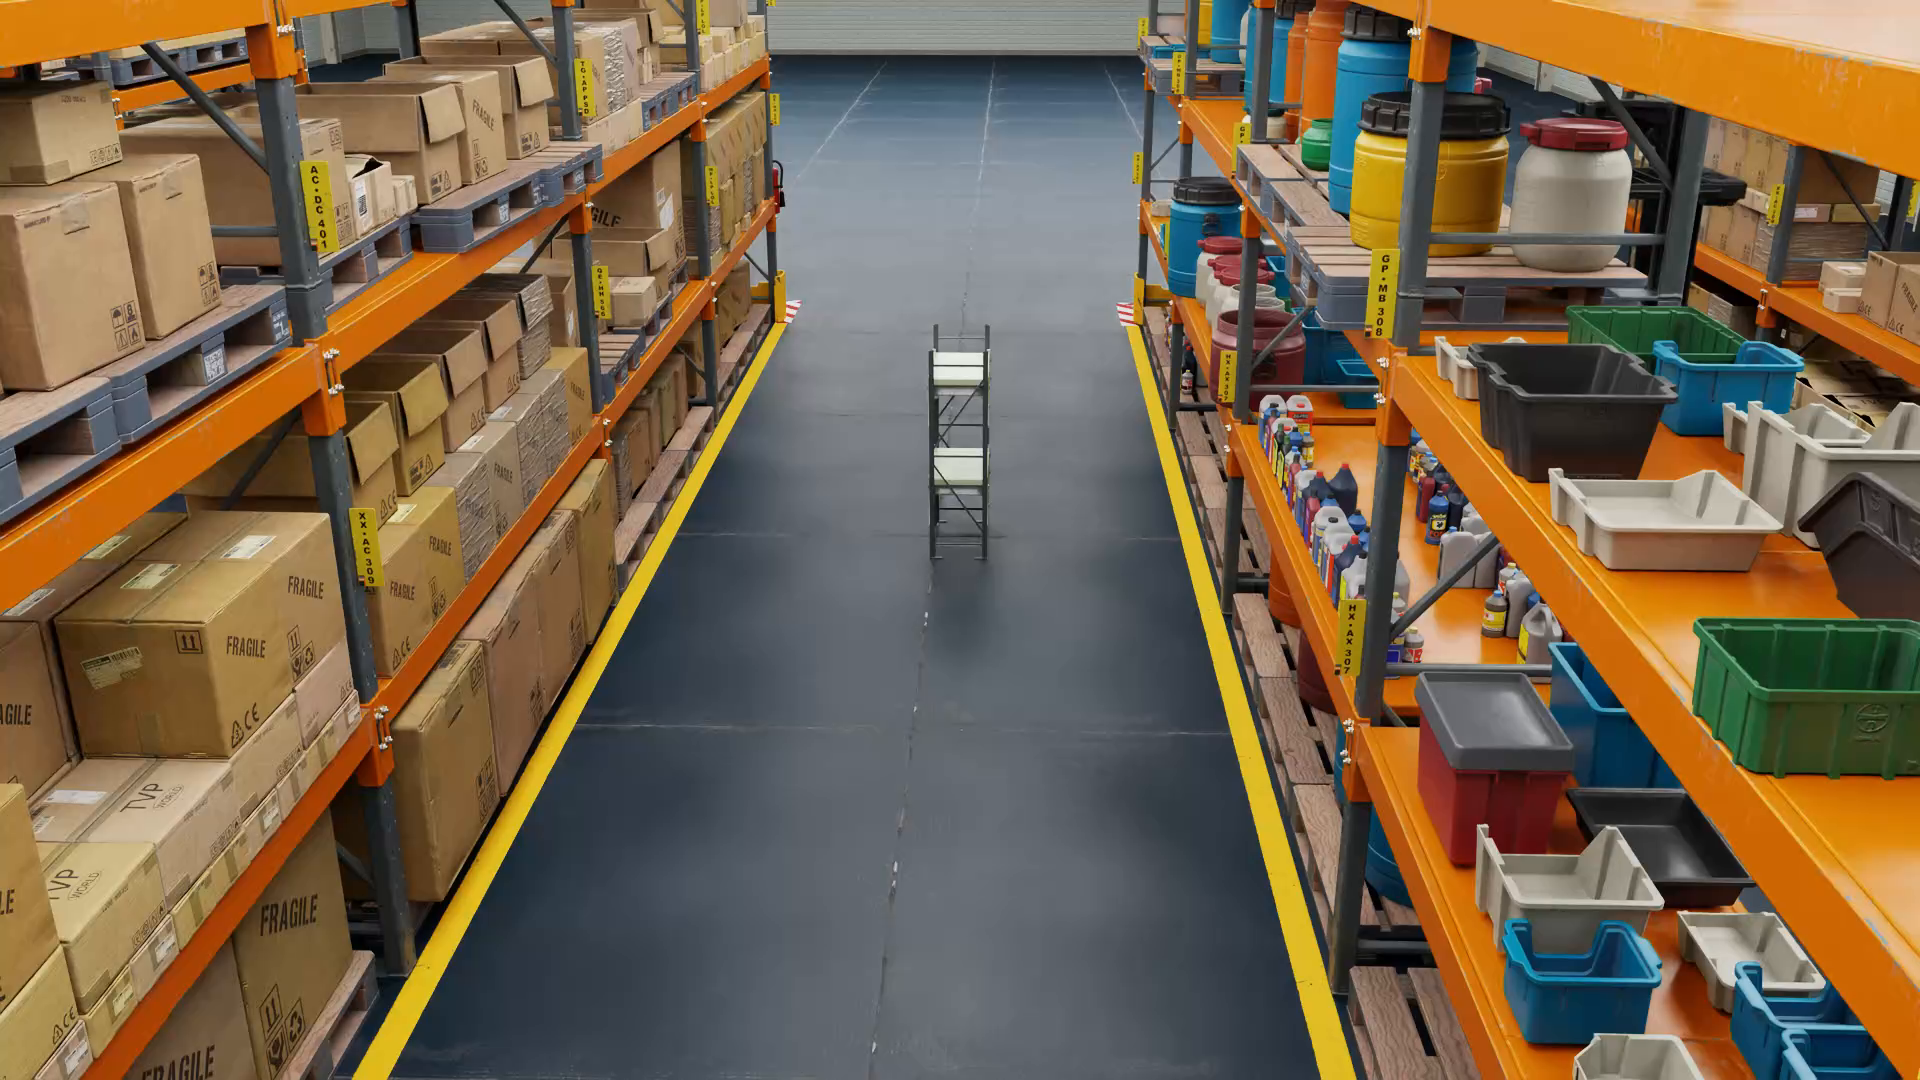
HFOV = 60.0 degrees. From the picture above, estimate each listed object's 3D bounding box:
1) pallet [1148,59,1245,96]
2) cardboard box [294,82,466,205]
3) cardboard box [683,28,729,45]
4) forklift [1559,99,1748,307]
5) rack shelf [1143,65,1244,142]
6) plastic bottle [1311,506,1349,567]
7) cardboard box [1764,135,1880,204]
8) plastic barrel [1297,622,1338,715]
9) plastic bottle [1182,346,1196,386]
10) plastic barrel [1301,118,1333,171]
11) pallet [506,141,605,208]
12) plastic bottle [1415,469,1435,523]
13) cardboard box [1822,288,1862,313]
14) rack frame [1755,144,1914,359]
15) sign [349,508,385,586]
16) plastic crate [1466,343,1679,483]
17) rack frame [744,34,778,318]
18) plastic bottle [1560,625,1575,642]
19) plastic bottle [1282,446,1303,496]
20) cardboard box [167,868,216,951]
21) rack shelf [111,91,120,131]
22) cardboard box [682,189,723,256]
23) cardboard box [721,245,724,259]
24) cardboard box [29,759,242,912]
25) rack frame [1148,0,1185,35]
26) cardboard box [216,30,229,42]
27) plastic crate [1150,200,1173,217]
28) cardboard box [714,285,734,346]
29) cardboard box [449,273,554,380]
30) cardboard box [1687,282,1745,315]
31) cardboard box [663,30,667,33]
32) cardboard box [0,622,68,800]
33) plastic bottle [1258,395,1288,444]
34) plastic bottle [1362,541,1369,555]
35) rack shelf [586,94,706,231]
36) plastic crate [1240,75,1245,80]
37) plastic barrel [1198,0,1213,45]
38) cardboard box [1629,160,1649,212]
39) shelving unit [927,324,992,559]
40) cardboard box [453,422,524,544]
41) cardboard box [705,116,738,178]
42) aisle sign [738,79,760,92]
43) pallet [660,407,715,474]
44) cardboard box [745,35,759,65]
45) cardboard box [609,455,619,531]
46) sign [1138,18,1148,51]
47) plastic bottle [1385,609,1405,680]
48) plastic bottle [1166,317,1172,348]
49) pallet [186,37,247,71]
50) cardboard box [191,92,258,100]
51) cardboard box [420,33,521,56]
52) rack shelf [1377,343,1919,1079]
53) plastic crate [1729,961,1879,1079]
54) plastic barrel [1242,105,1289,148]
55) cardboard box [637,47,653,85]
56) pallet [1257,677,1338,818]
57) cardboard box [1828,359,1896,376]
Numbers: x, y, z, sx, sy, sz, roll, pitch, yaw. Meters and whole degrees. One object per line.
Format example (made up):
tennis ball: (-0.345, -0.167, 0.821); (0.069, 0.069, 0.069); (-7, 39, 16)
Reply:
pallet: (2.245, -3.946, 14.166); (1.213, 0.211, 1.003); (1, 21, 2)
cardboard box: (-2.792, -1.885, 7.871); (0.797, 0.503, 0.637); (0, 21, 1)
cardboard box: (-2.336, -4.622, 15.303); (0.380, 0.149, 0.250); (1, 21, 3)
forklift: (4.915, -1.672, 12.287); (1.130, 2.935, 3.031); (0, 21, 0)
rack shelf: (2.382, -4.160, 15.451); (1.077, 0.370, 4.000); (1, 21, 2)
plastic bottle: (1.804, -0.016, 8.095); (0.152, 0.276, 0.135); (1, 21, 2)
cardboard box: (7.279, -3.130, 14.016); (0.700, 0.500, 0.500); (1, 21, 2)
plastic barrel: (2.167, 0.587, 9.123); (0.600, 0.588, 0.708); (1, 21, 2)
plastic bottle: (2.052, -1.580, 15.007); (0.144, 0.351, 0.185); (0, 21, 0)
plastic barrel: (1.937, -2.068, 8.701); (0.294, 0.245, 0.294); (0, 21, 0)
pallet: (-2.718, -2.059, 9.302); (1.213, 0.211, 1.003); (2, 21, 4)
plastic bottle: (2.429, -0.243, 8.671); (0.061, 0.283, 0.133); (1, 21, 2)
cardboard box: (7.041, -1.882, 13.081); (0.380, 0.149, 0.250); (1, 21, 2)
rack frame: (7.272, -2.318, 13.855); (1.000, 3.000, 0.127); (1, 21, 2)
sign: (-2.318, 0.030, 6.500); (0.100, 0.325, 0.005); (1, 21, 2)
plastic crate: (1.766, -0.372, 4.876); (0.497, 0.269, 0.590); (1, 21, 2)
rack frame: (-2.508, -3.874, 17.867); (1.000, 3.000, 0.127); (1, 21, 2)
plastic bottle: (2.515, 0.446, 6.895); (0.061, 0.283, 0.133); (1, 21, 2)
plastic bottle: (1.807, -0.374, 9.023); (0.097, 0.271, 0.097); (0, 21, 0)
cardboard box: (-2.594, 1.160, 5.239); (0.380, 0.149, 0.250); (0, 21, 1)
rack shelf: (-7.645, -2.859, 12.098); (1.077, 0.370, 4.000); (1, 21, 2)
cardboard box: (-2.554, -2.775, 14.485); (0.875, 0.500, 0.500); (1, 21, 2)
cardboard box: (-2.322, -2.566, 14.843); (0.380, 0.149, 0.250); (1, 21, 2)
cardboard box: (-2.653, 0.930, 5.281); (0.500, 0.250, 0.500); (1, 21, 3)
rack frame: (2.443, -6.617, 16.641); (1.000, 3.000, 0.127); (1, 21, 2)
cardboard box: (-7.181, -4.814, 15.770); (0.380, 0.149, 0.250); (1, 21, 2)
plastic crate: (2.094, -3.377, 16.950); (0.298, 0.136, 0.250); (1, 21, 2)
cardboard box: (-2.566, -2.236, 16.521); (0.500, 0.500, 0.500); (3, 21, 7)
cardboard box: (-2.790, -1.232, 9.532); (0.797, 0.503, 0.637); (1, 21, 3)
cardboard box: (7.106, -2.113, 15.511); (0.500, 0.500, 0.500); (1, 21, 2)
cardboard box: (-2.874, -4.540, 15.092); (0.380, 0.149, 0.250); (2, 21, 4)
cardboard box: (-3.177, 0.583, 5.140); (0.500, 0.500, 0.500); (0, 21, 0)
plastic bottle: (1.863, -0.716, 9.900); (0.152, 0.276, 0.135); (1, 21, 2)
plastic bottle: (1.918, 0.113, 7.768); (0.097, 0.271, 0.097); (0, 21, 0)
rack shelf: (-2.691, -2.768, 11.864); (1.077, 0.370, 4.000); (1, 21, 2)
plastic crate: (2.641, -4.241, 14.958); (0.336, 0.188, 0.450); (1, 21, 2)
plastic barrel: (2.535, -5.088, 16.008); (0.600, 0.588, 0.600); (0, 21, 0)
cardboard box: (7.367, -3.642, 17.130); (0.700, 0.500, 0.500); (1, 21, 2)
shelving unit: (0.000, -0.702, 11.764); (0.431, 1.500, 0.755); (1, 21, 2)
cardboard box: (-2.569, -0.295, 8.505); (0.500, 0.500, 0.500); (1, 21, 3)
cardboard box: (-2.333, -3.601, 15.231); (0.500, 0.500, 0.500); (1, 21, 2)
aisle sign: (-2.206, -5.105, 17.446); (0.394, 0.787, 0.004); (1, 21, 2)
pallet: (-2.652, -0.846, 13.919); (1.003, 0.211, 1.213); (1, 21, 2)
cardboard box: (-2.281, -4.845, 16.430); (0.500, 0.250, 0.500); (1, 21, 2)
cardboard box: (-2.751, -0.264, 11.410); (0.700, 0.500, 0.500); (0, 21, -1)
sign: (1.893, -5.230, 17.202); (0.100, 0.325, 0.005); (1, 21, 2)
plastic bottle: (1.766, 0.431, 6.943); (0.152, 0.276, 0.135); (1, 21, 2)
plastic bottle: (2.051, -2.025, 16.247); (0.061, 0.283, 0.133); (1, 21, 3)
pallet: (-7.509, -4.612, 15.744); (1.003, 0.211, 1.213); (1, 21, 2)
cardboard box: (-7.513, -4.405, 17.535); (0.875, 0.550, 0.550); (1, 21, 2)
cardboard box: (-2.987, -2.835, 10.213); (0.500, 0.500, 0.500); (1, 21, 3)
rack shelf: (2.017, 0.179, 4.268); (1.077, 0.370, 4.000); (1, 21, 2)
plastic crate: (2.342, 1.345, 4.564); (0.416, 0.233, 0.300); (1, 21, 2)
plastic barrel: (2.005, -2.724, 10.946); (0.301, 0.262, 0.301); (0, 21, 0)
cardboard box: (-2.558, -3.619, 12.667); (0.396, 0.266, 0.258); (1, 21, 4)
pallet: (2.177, 1.098, 8.907); (1.003, 0.211, 1.213); (1, 21, 2)
cardboard box: (7.546, -1.343, 13.790); (0.500, 0.311, 0.500); (1, 21, 2)
